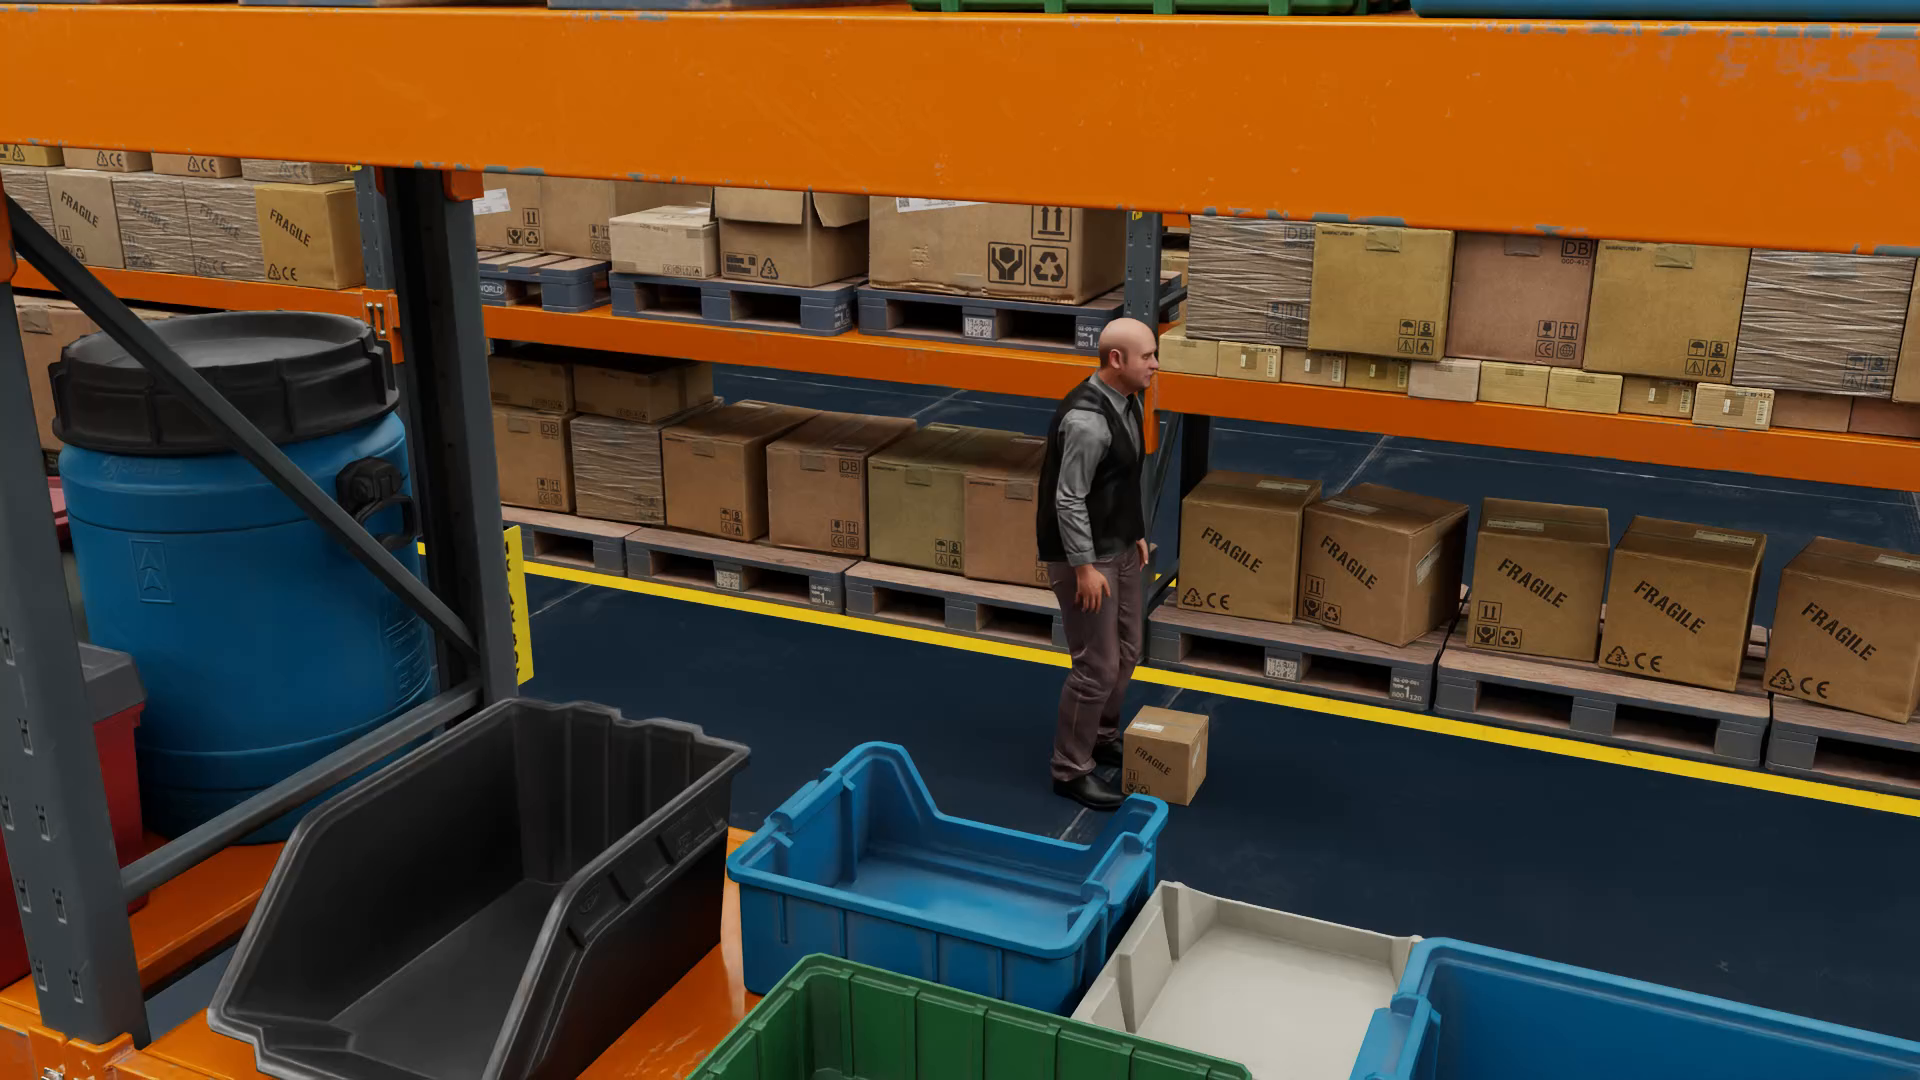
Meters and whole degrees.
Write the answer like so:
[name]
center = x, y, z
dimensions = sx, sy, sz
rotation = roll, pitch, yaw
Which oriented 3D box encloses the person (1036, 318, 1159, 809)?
[person]
center = 0.490, 0.056, 5.937
dimensions = 0.419, 1.721, 0.581
rotation = 8, 21, 23
